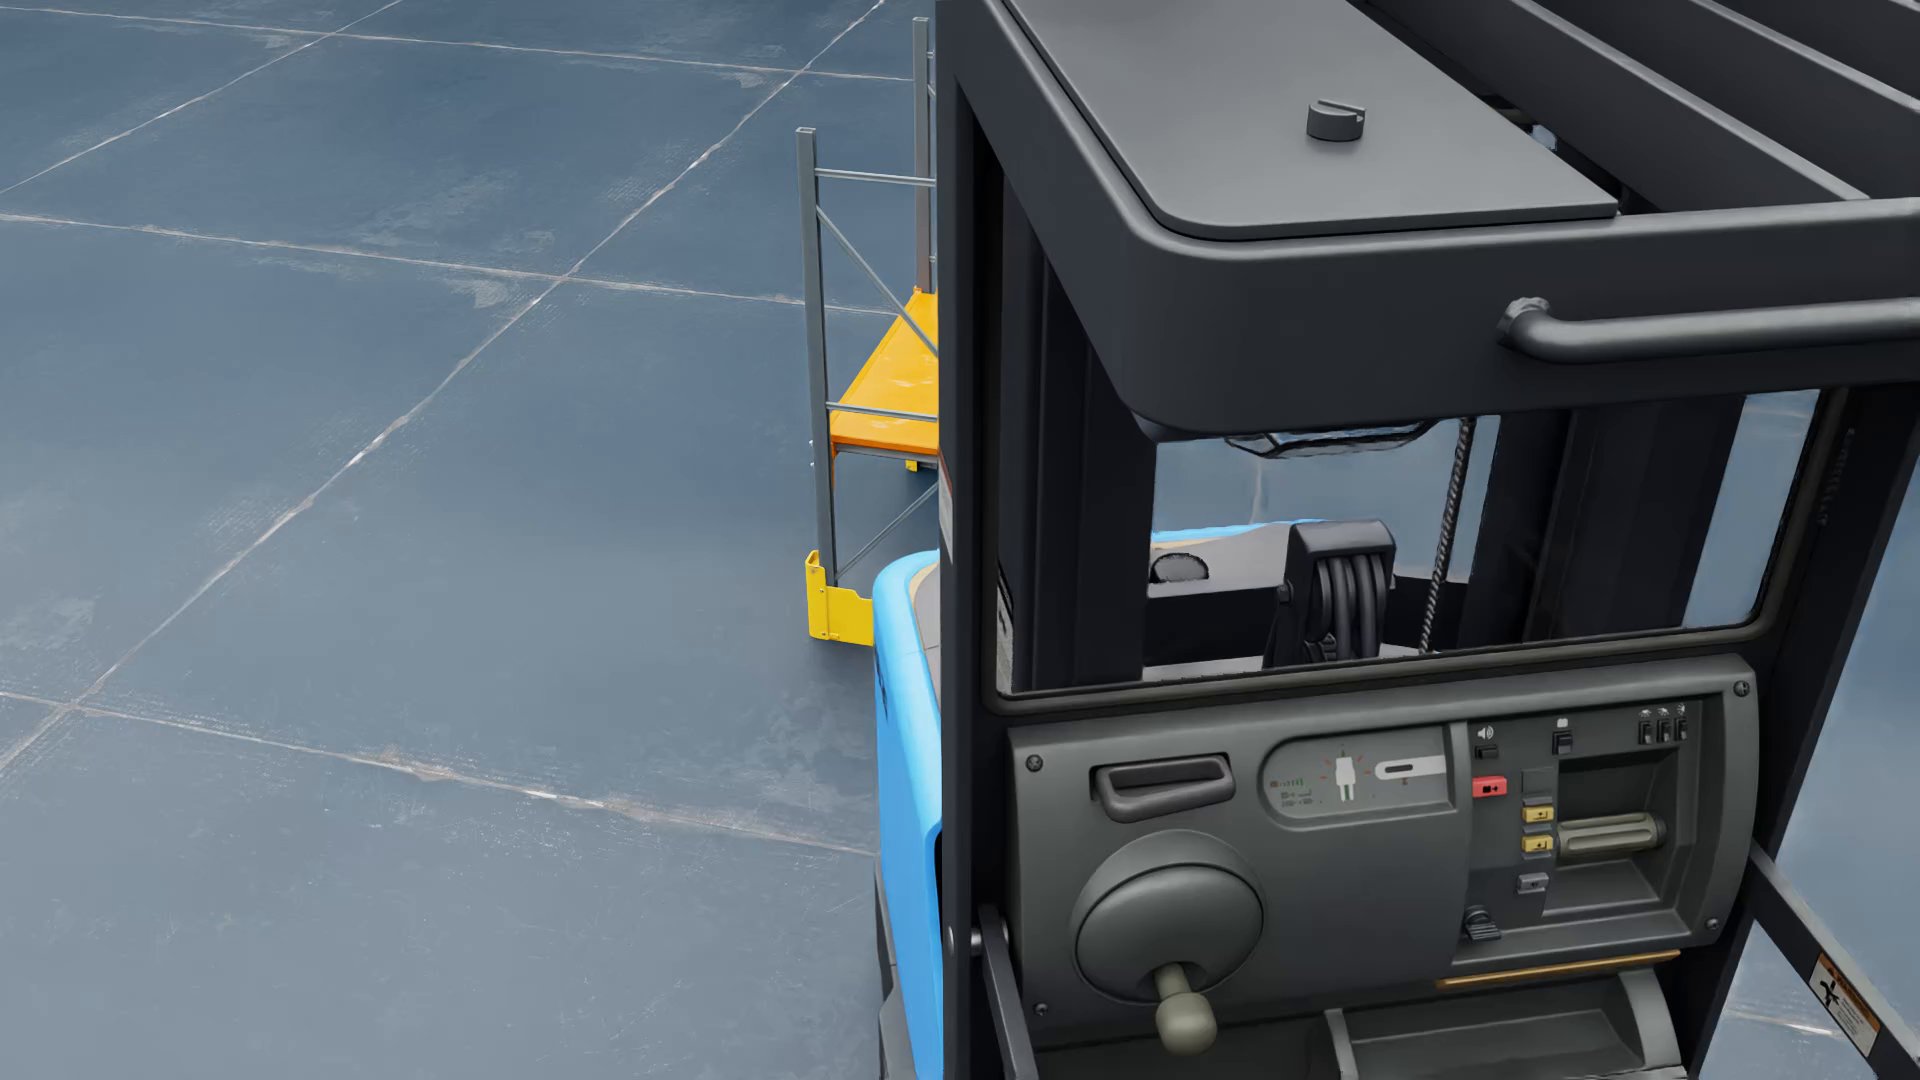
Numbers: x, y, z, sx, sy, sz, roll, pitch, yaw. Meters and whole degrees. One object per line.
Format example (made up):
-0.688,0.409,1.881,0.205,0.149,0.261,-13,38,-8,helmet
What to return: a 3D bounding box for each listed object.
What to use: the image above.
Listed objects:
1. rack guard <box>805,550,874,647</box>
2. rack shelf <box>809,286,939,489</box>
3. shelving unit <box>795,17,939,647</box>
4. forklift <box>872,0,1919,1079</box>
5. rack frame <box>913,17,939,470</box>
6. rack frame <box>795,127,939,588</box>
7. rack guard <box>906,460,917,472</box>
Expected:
-0.146,0.192,4.714,0.587,0.250,0.087,8,33,12,rack guard
-0.022,-0.437,4.875,0.538,0.185,1.000,8,33,12,rack shelf
-0.019,-0.593,4.785,0.587,1.500,1.083,8,33,12,shelving unit
0.560,0.434,1.836,1.130,2.935,3.031,-5,33,-8,forklift
0.107,-0.852,5.193,0.500,1.500,0.032,8,33,12,rack frame
-0.151,-0.325,4.363,0.500,1.500,0.032,8,33,12,rack frame
0.107,-0.324,5.527,0.587,0.250,0.087,8,33,12,rack guard
